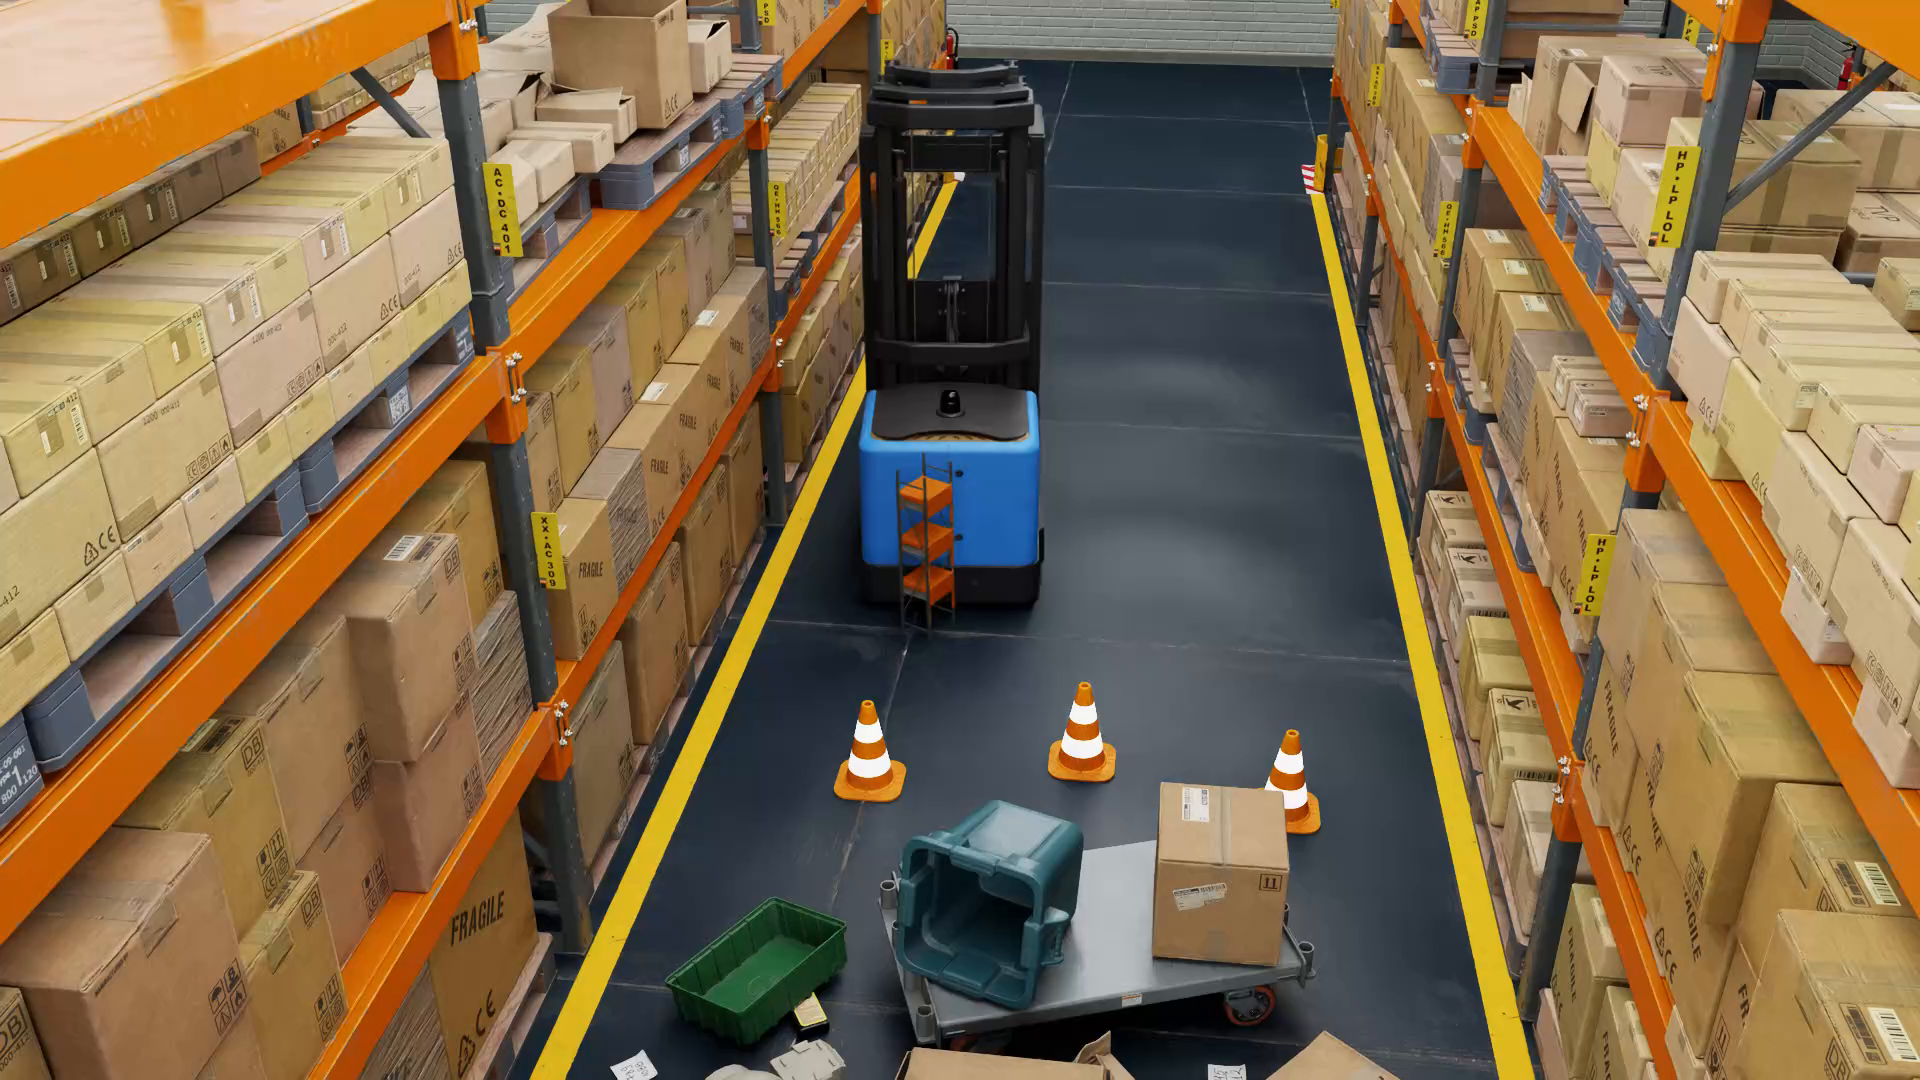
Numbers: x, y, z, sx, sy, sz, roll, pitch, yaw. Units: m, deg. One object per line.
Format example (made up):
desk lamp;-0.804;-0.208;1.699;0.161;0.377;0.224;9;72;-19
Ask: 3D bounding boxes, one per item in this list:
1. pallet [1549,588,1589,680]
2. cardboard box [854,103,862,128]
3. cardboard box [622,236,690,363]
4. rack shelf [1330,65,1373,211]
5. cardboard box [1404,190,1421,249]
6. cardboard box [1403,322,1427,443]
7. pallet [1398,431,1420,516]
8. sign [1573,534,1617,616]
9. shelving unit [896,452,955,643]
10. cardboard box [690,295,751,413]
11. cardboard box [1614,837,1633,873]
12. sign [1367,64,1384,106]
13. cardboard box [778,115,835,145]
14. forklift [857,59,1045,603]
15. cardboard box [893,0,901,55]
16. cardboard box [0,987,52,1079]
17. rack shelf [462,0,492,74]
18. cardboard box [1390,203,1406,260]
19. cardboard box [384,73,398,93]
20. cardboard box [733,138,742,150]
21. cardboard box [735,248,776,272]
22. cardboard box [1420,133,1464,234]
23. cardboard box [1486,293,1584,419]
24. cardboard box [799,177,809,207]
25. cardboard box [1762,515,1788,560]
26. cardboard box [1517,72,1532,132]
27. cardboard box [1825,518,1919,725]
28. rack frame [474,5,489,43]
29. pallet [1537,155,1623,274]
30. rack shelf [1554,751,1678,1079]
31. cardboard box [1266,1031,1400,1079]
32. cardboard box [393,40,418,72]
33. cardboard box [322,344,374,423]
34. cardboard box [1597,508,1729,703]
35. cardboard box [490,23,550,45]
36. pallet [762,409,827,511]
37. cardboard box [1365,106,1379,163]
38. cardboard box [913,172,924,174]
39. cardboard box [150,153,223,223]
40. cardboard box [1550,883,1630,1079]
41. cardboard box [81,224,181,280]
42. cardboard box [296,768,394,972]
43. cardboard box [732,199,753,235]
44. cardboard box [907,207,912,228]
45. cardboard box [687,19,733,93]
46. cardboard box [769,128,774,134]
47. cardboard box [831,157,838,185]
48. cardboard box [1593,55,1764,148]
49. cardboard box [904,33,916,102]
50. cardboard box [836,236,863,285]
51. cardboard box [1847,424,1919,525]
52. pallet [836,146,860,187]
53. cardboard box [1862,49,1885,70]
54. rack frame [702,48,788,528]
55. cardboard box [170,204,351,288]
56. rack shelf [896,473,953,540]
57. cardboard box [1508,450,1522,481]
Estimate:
pallet;3.052;0.400;6.839;1.003;0.211;1.213;3;28;6
cardboard box;-0.983;-3.345;13.098;0.380;0.149;0.250;4;29;8
cardboard box;-1.807;-1.250;8.540;0.700;0.500;0.500;3;28;5
rack shelf;4.040;-3.724;15.050;1.077;0.370;4.000;3;28;6
cardboard box;3.213;-2.097;10.902;0.500;0.250;0.500;3;28;5
cardboard box;3.585;-1.205;11.414;0.875;0.875;0.875;4;29;7
pallet;3.476;-0.355;10.979;1.003;0.211;1.213;3;28;6
sign;2.263;0.127;5.924;0.100;0.325;0.005;3;28;6
shelving unit;-0.189;0.049;9.337;0.215;1.050;0.252;18;35;30
cardboard box;-1.472;-1.038;9.200;0.500;0.500;0.500;3;28;6
cardboard box;2.478;1.029;5.734;0.380;0.149;0.250;4;29;8
sign;3.244;-3.546;12.966;0.100;0.325;0.005;3;28;6
cardboard box;-1.117;-2.988;12.120;0.380;0.149;0.250;2;28;5
forklift;-0.043;-1.581;10.387;1.130;2.935;3.031;0;28;1
cardboard box;-0.785;-4.397;14.068;0.500;0.500;0.500;3;28;5
cardboard box;-2.541;1.331;3.611;0.875;0.550;0.550;3;28;6
rack shelf;-1.866;-2.663;7.177;1.077;0.370;4.000;3;28;6
cardboard box;3.268;-2.122;11.477;0.500;0.250;0.500;3;28;5
cardboard box;-5.516;-4.294;15.615;0.380;0.149;0.250;4;29;7
cardboard box;-1.793;-2.908;11.972;0.380;0.149;0.250;4;29;8
cardboard box;-1.366;-1.729;10.411;0.380;0.149;0.250;3;28;5
cardboard box;3.163;-2.201;10.305;0.500;0.500;0.500;4;29;7
cardboard box;2.904;-0.881;8.154;0.500;0.500;0.500;4;29;7
cardboard box;-1.240;-2.367;11.281;0.380;0.149;0.250;3;28;6
cardboard box;2.454;-0.052;4.578;0.380;0.149;0.250;4;29;8
cardboard box;3.066;-2.219;8.477;0.396;0.266;0.258;3;28;6
cardboard box;2.301;0.189;3.711;0.500;0.250;0.500;4;29;7
rack frame;-5.551;-5.558;17.696;1.000;3.000;0.127;3;28;6
pallet;3.120;-1.344;6.909;1.213;0.211;1.003;3;28;6
rack shelf;2.569;1.925;4.565;1.077;0.370;4.000;3;28;6
cardboard box;1.333;2.191;5.945;0.500;0.500;0.500;-24;36;-37
cardboard box;-5.531;-4.655;15.865;0.500;0.250;0.500;3;29;6
cardboard box;-1.930;-0.461;4.790;0.380;0.149;0.250;3;29;6
cardboard box;2.545;0.246;5.449;0.700;0.500;0.500;3;28;6
cardboard box;-1.989;-2.376;8.237;0.500;0.250;0.500;4;29;8
pallet;-1.523;-0.596;11.426;1.003;0.211;1.213;3;28;6
cardboard box;3.598;-3.376;13.541;0.500;0.500;0.500;4;29;7
cardboard box;-0.520;-3.658;16.104;0.380;0.149;0.250;4;29;8
cardboard box;-2.523;-1.091;5.118;0.380;0.149;0.250;3;28;6
cardboard box;2.474;1.624;6.030;0.500;0.500;0.500;5;29;9
cardboard box;-2.509;-0.736;4.880;0.500;0.250;0.500;3;28;6
cardboard box;-2.372;1.043;5.286;0.875;0.550;0.550;3;28;6
cardboard box;-1.371;-2.001;10.288;0.380;0.149;0.250;3;28;6
cardboard box;-0.648;-3.035;15.575;0.380;0.149;0.250;3;28;5
cardboard box;-1.451;-2.457;8.323;0.500;0.311;0.500;3;28;6
cardboard box;-1.663;-3.124;13.000;0.380;0.149;0.250;4;29;7
cardboard box;-1.106;-2.726;12.262;0.380;0.149;0.250;2;28;4
cardboard box;2.862;-1.755;6.662;0.500;0.250;0.500;4;29;7
cardboard box;-0.669;-4.201;14.758;0.500;0.500;0.500;3;28;5
cardboard box;-1.047;-2.147;12.767;0.500;0.250;0.500;5;29;9
cardboard box;2.347;-0.149;3.917;0.380;0.149;0.250;3;28;5
pallet;-1.369;-2.903;12.971;1.003;0.211;1.213;3;28;6
cardboard box;8.888;-4.562;15.692;0.500;0.250;0.500;4;29;6
rack frame;-1.621;-1.456;10.082;1.000;3.000;0.127;3;28;6
cardboard box;-1.933;-0.818;4.611;0.380;0.149;0.250;4;29;7
rack shelf;-0.193;-0.188;9.202;0.215;0.259;0.240;18;35;30
cardboard box;2.834;-0.390;7.926;0.380;0.149;0.250;4;29;8
